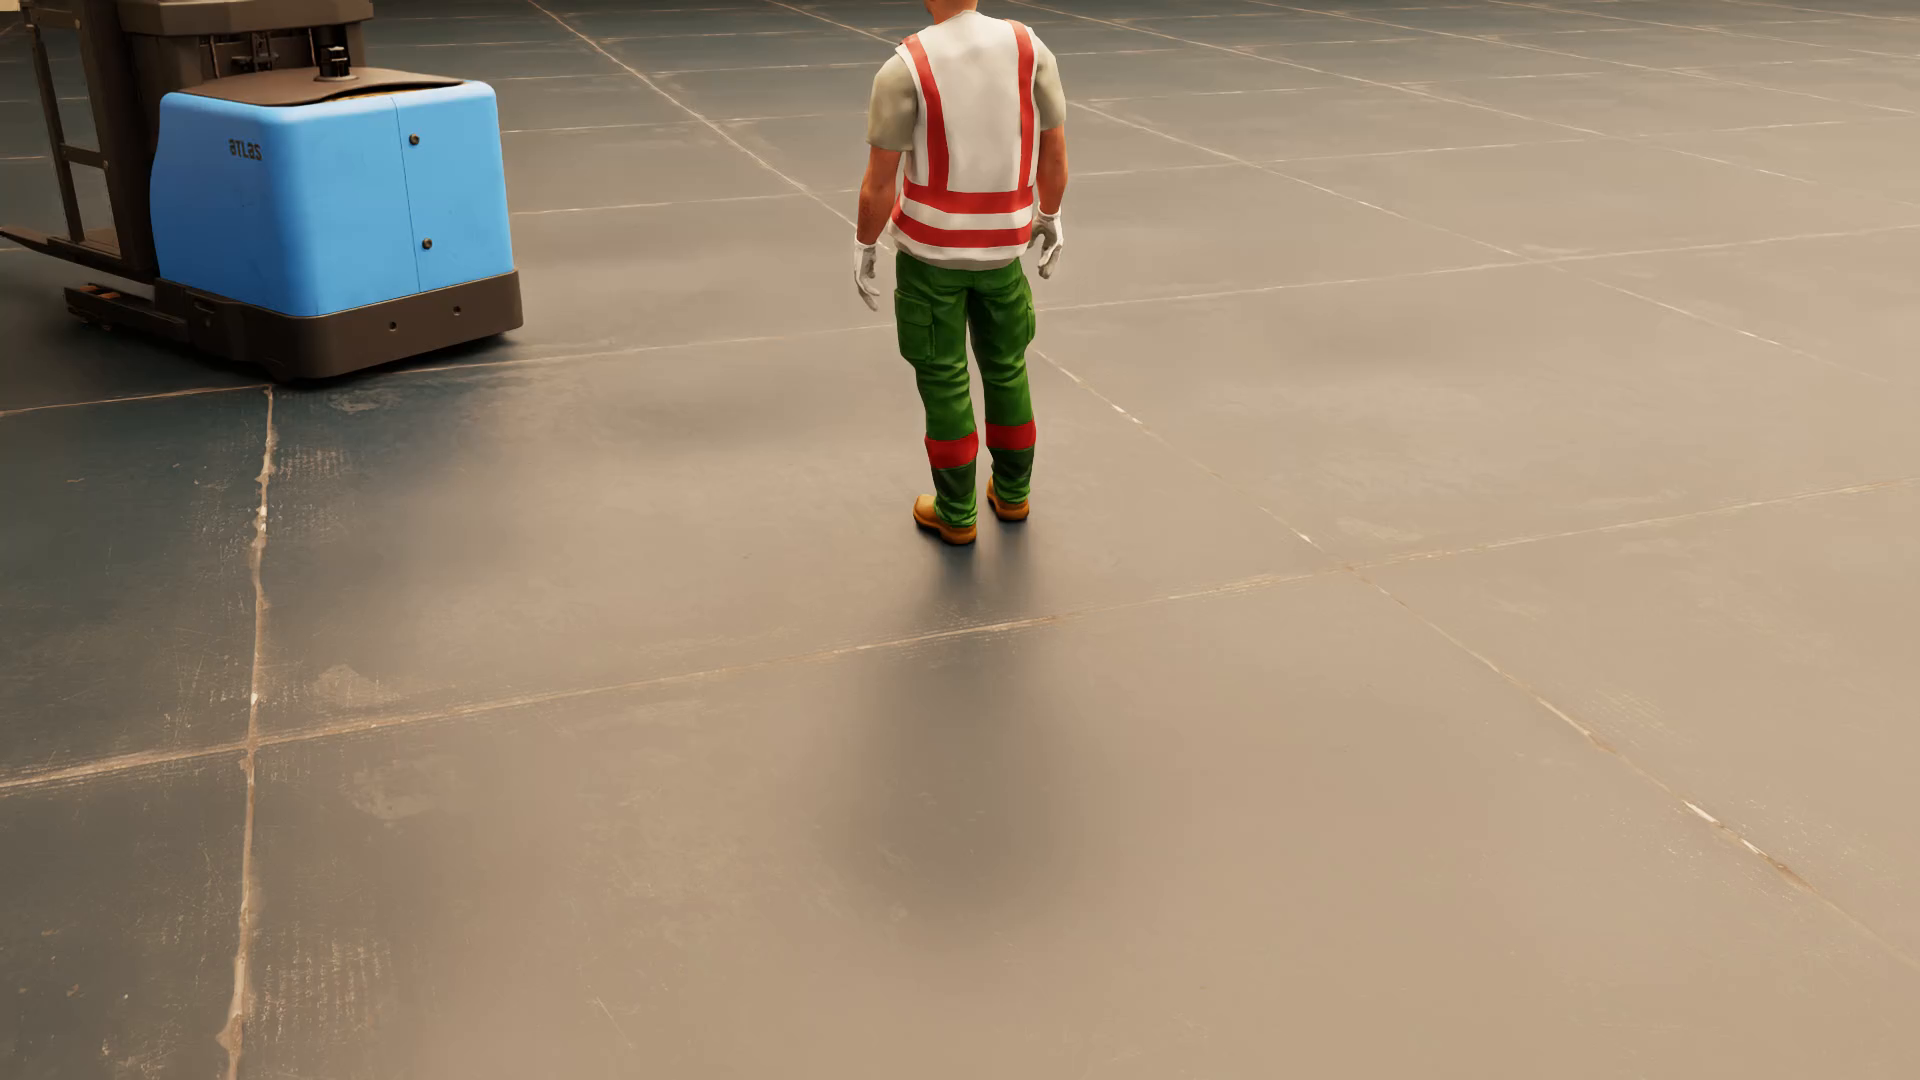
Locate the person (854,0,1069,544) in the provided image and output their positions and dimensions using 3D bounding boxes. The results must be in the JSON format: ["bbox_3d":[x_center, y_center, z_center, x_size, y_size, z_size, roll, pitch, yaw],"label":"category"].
[{"bbox_3d":[-0.016,-0.862,4.803,0.637,1.787,0.564,-8,24,-18],"label":"person"}]

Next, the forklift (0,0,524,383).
[{"bbox_3d":[-3.327,-2.407,7.022,3.031,2.935,1.130,17,28,35],"label":"forklift"}]
